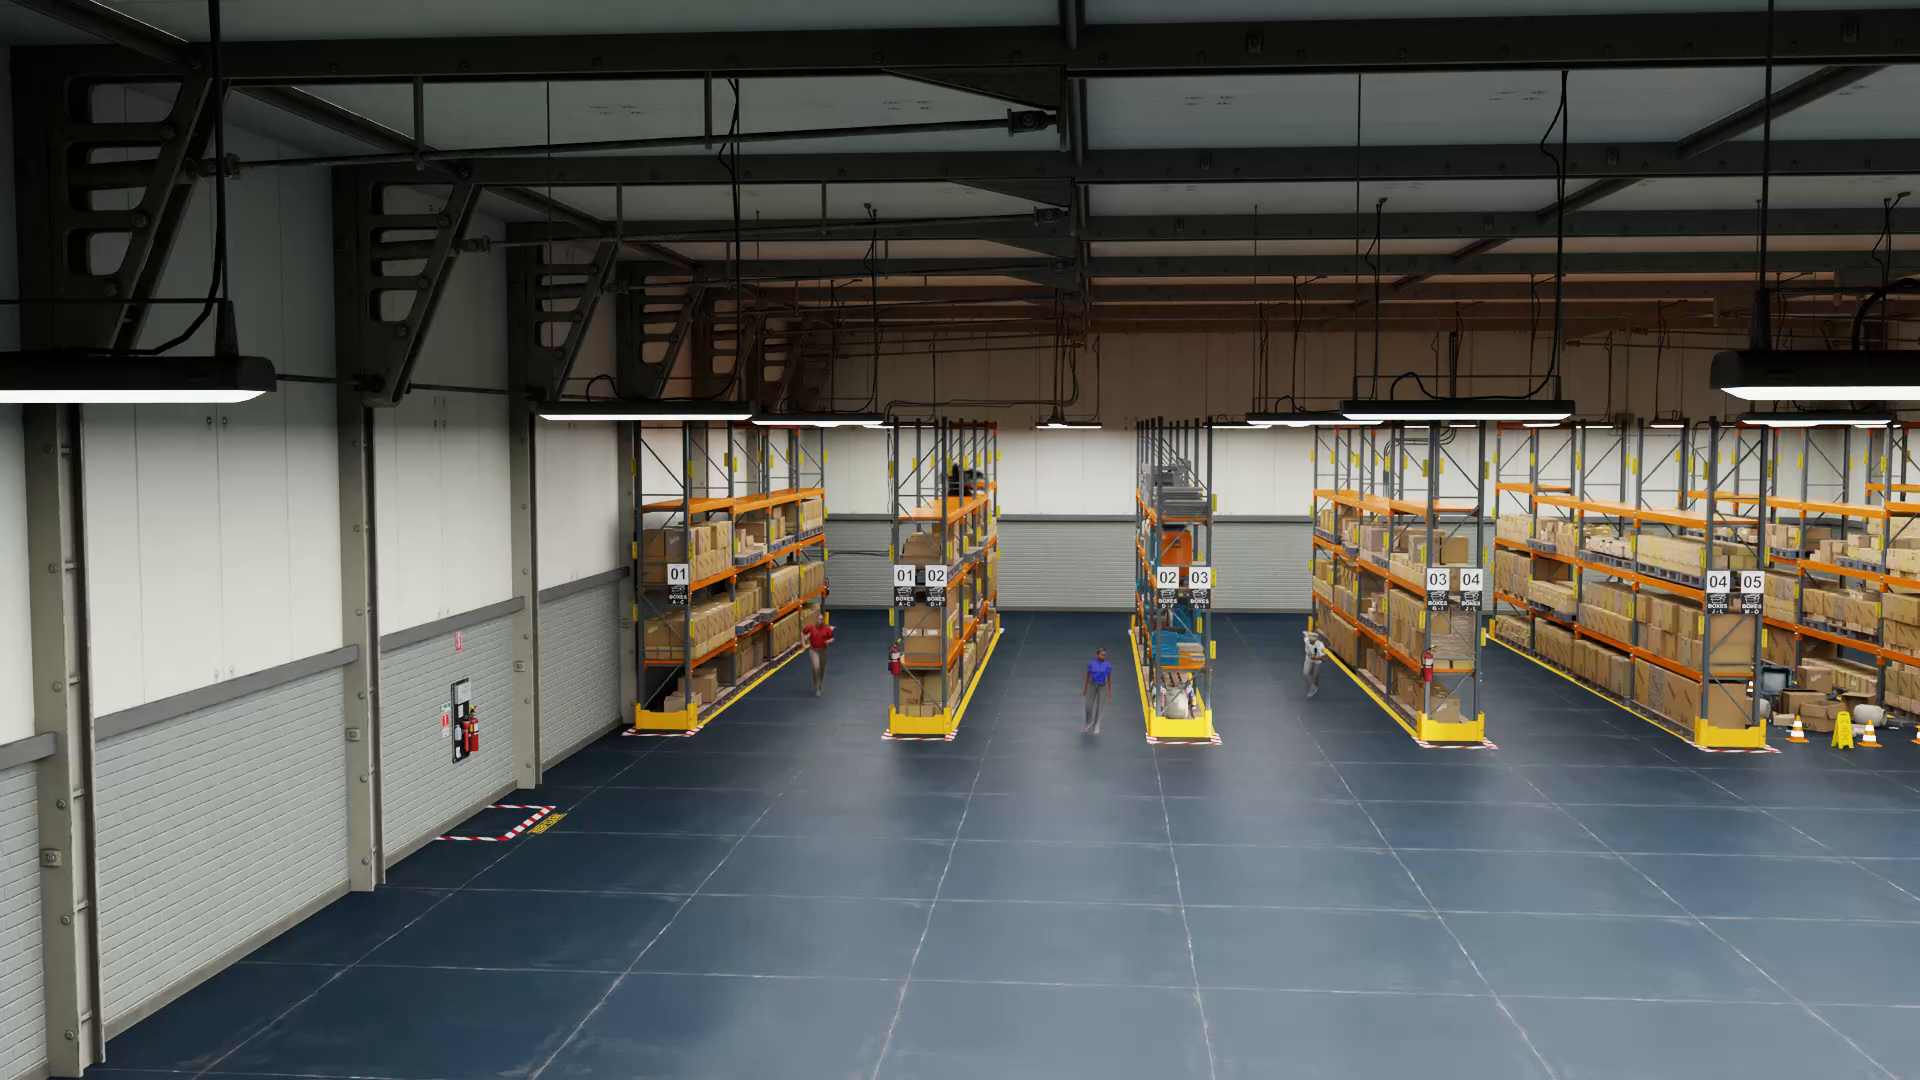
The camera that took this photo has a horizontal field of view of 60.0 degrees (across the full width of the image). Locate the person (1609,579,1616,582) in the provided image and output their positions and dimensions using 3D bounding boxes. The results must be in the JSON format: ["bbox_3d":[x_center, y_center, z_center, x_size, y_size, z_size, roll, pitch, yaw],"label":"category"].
[{"bbox_3d":[17.514,1.920,44.779,0.698,1.748,0.931,-1,4,-19],"label":"person"}]

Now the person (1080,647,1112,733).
[{"bbox_3d":[2.563,2.830,31.413,0.576,1.637,0.422,0,4,1],"label":"person"}]

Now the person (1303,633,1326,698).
[{"bbox_3d":[7.680,2.673,35.961,0.565,1.440,1.114,2,4,24],"label":"person"}]

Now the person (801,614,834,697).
[{"bbox_3d":[-3.107,2.503,36.316,0.699,1.784,0.906,-1,4,-18],"label":"person"}]
